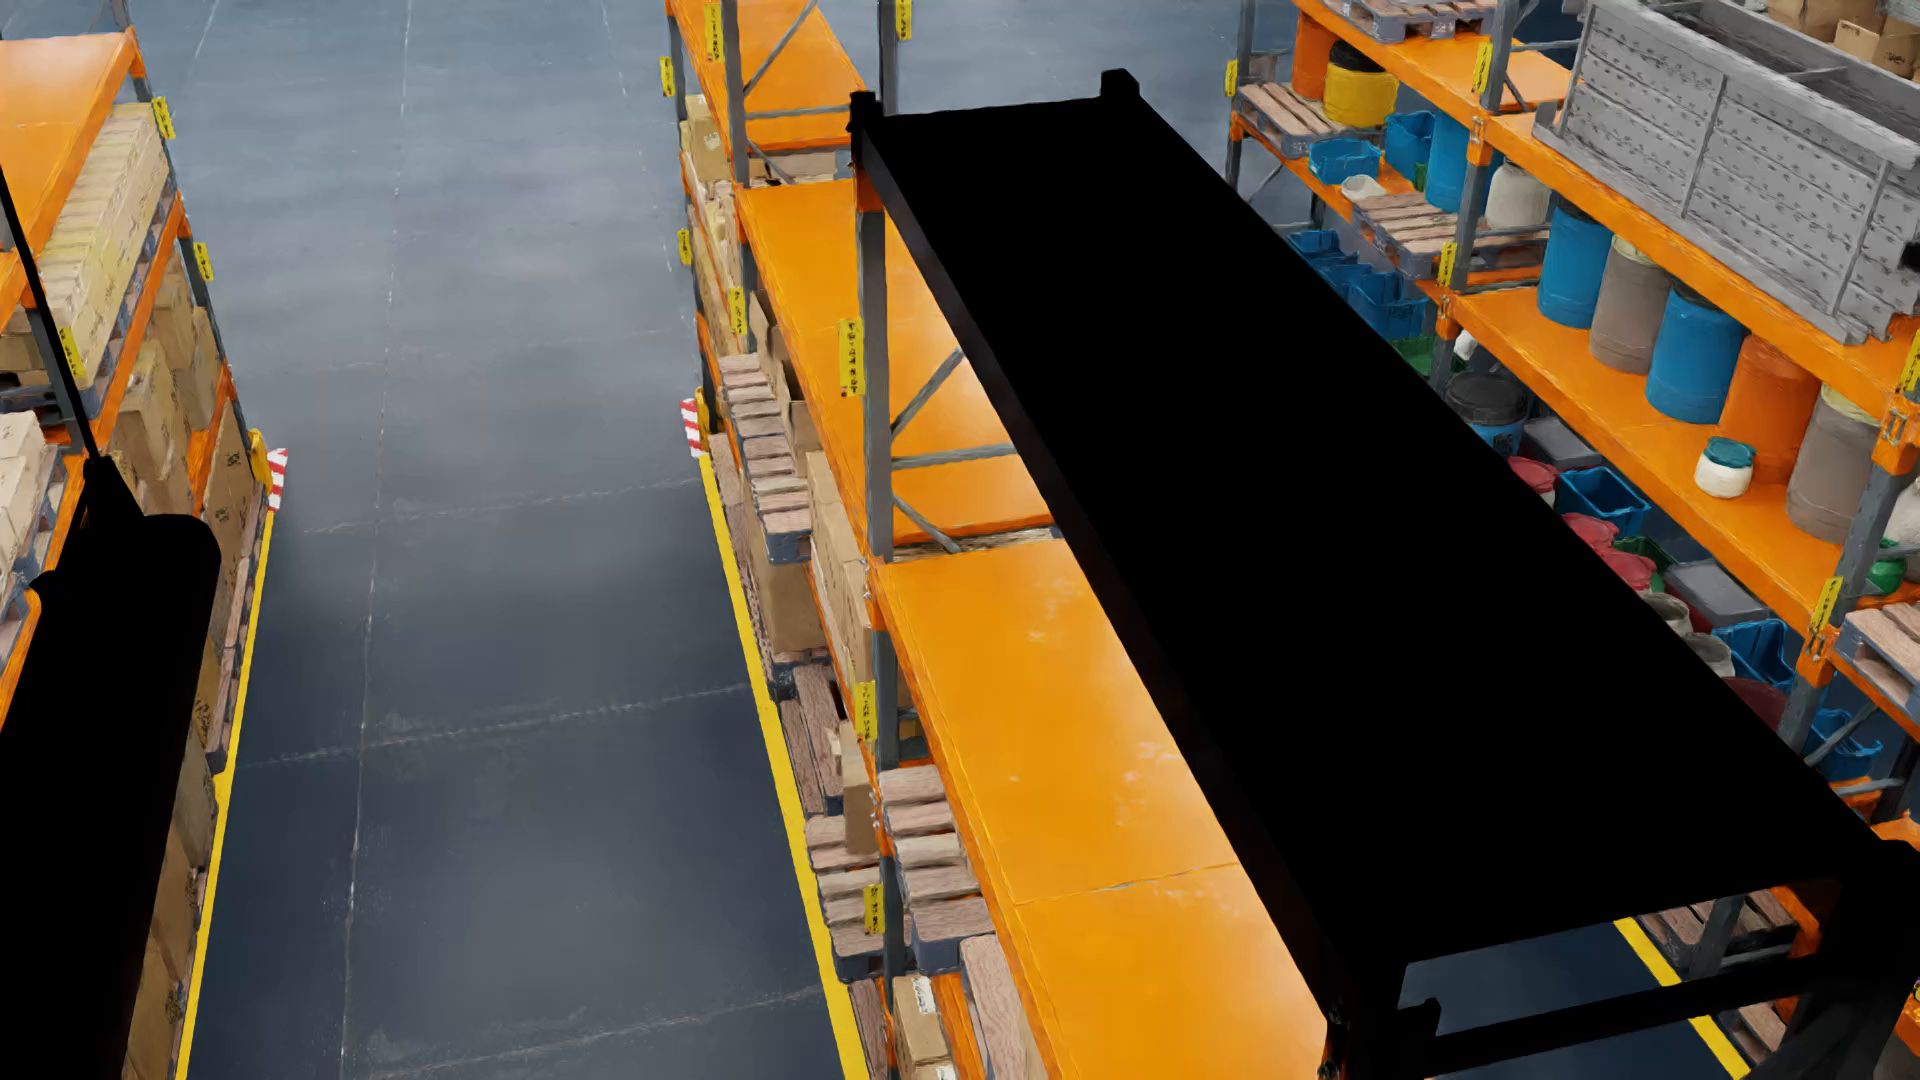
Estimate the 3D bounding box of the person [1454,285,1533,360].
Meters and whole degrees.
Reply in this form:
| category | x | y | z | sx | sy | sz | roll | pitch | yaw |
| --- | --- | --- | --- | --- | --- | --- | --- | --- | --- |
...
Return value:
| category | x | y | z | sx | sy | sz | roll | pitch | yaw |
| --- | --- | --- | --- | --- | --- | --- | --- | --- | --- |
| person | 5.395 | -2.545 | 16.228 | 0.621 | 1.710 | 0.964 | -25 | 42 | -32 |
